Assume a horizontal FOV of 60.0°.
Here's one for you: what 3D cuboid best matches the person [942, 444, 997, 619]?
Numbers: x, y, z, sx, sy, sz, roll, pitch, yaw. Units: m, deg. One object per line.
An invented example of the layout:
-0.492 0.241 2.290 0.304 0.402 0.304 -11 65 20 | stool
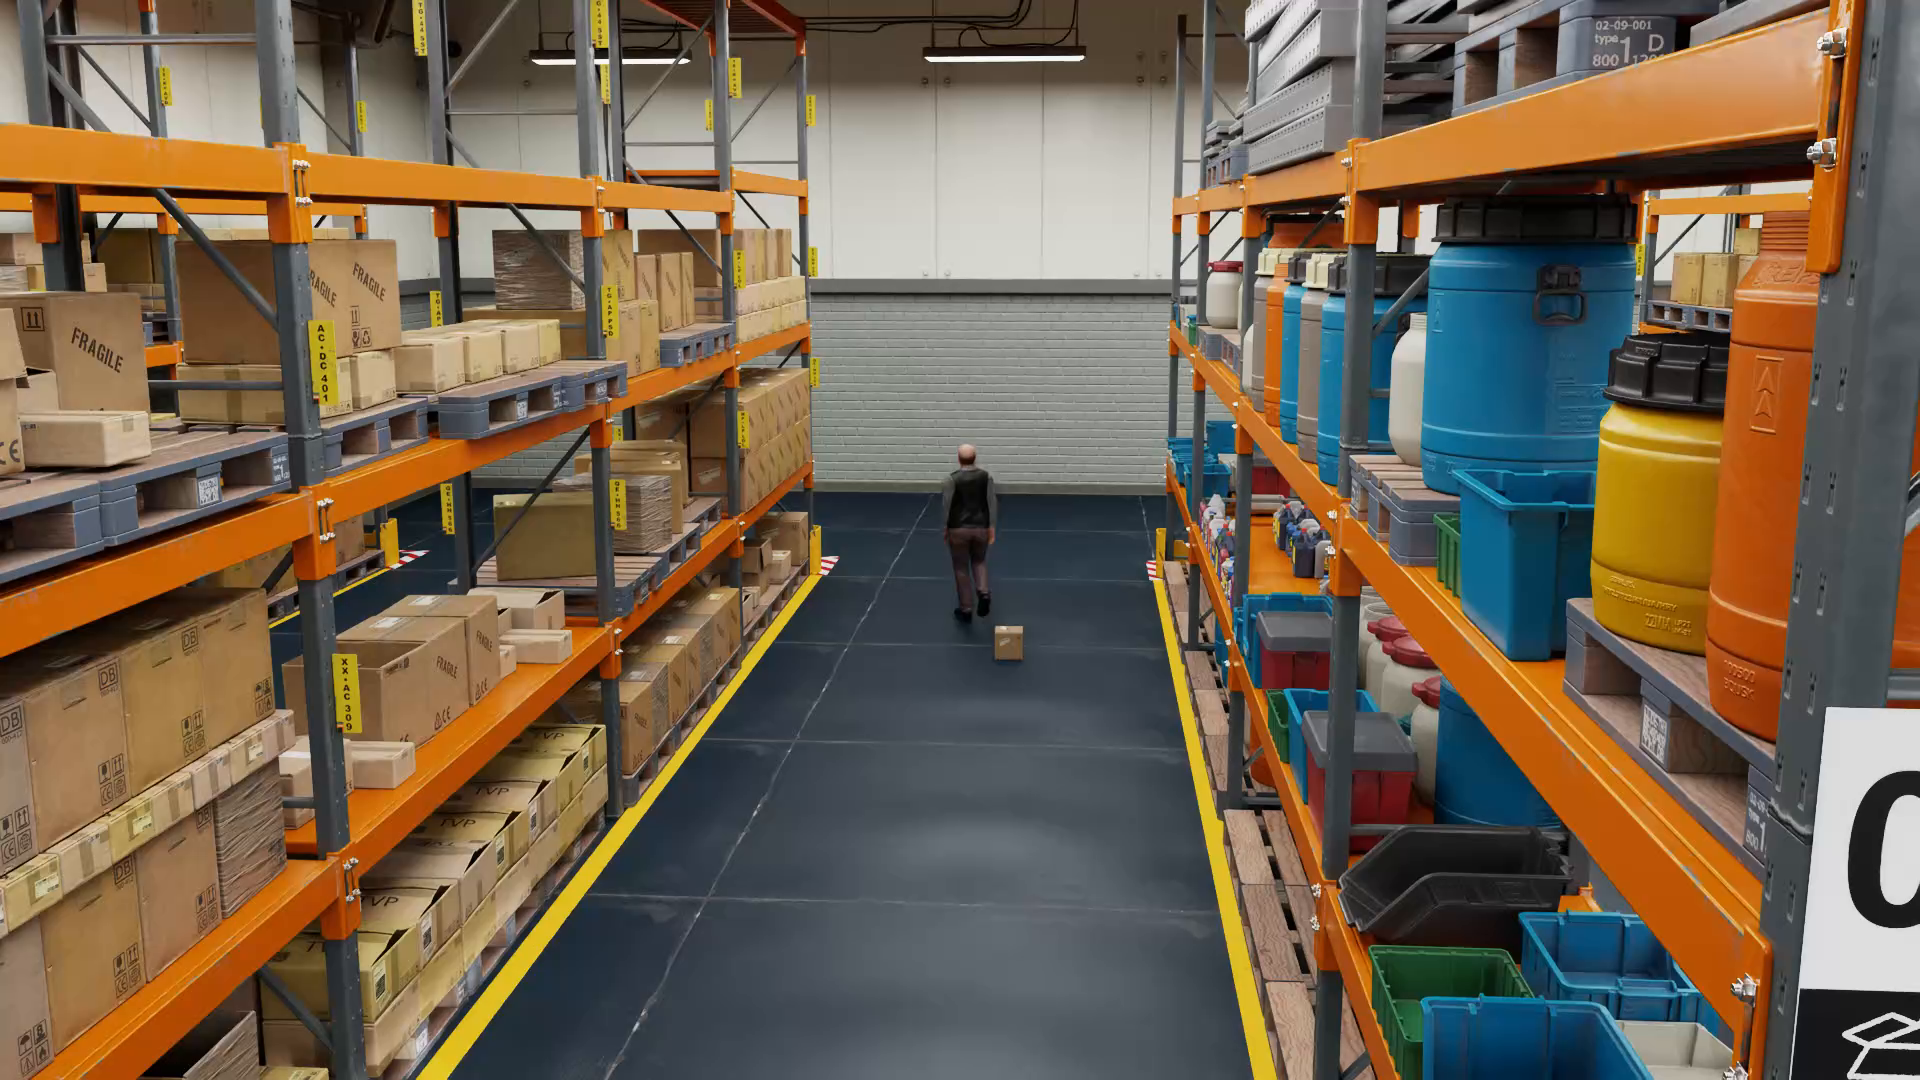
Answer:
0.085 -0.085 16.315 0.546 1.719 0.473 -4 11 -19 | person
